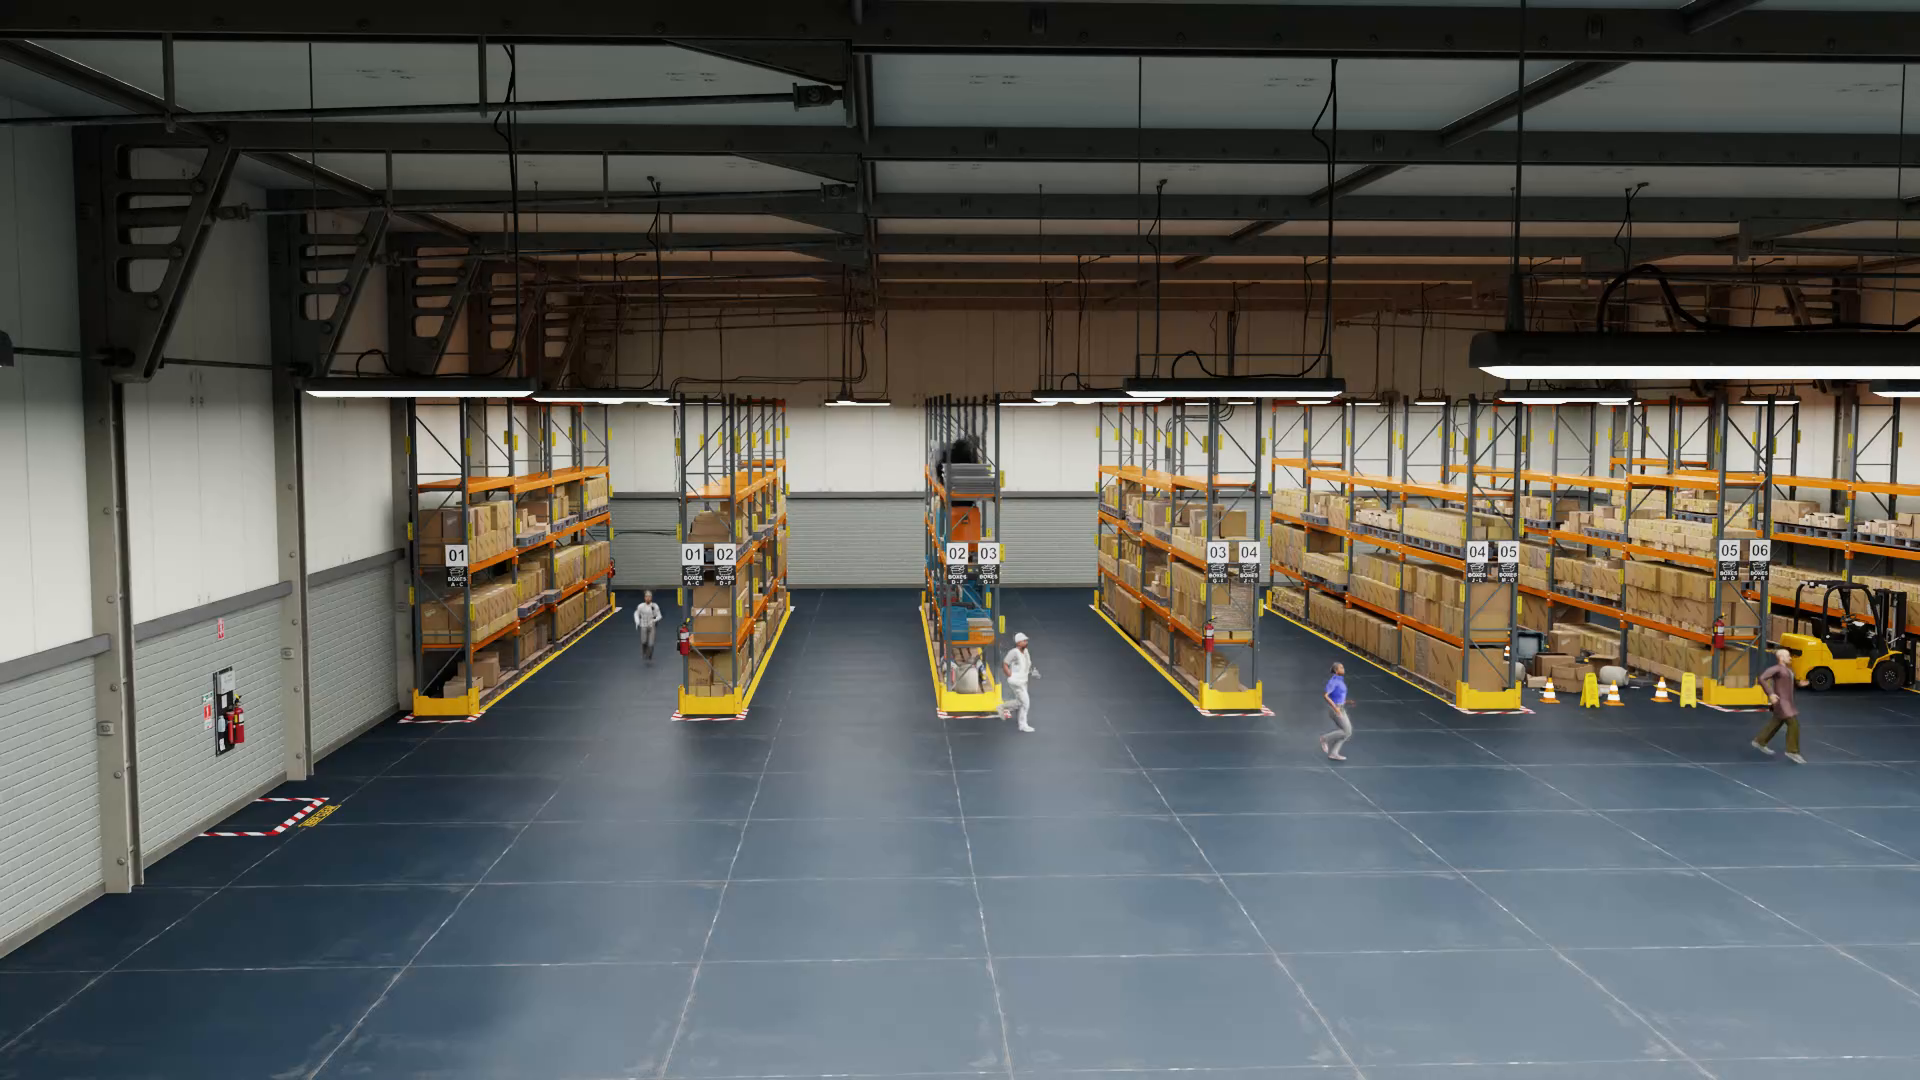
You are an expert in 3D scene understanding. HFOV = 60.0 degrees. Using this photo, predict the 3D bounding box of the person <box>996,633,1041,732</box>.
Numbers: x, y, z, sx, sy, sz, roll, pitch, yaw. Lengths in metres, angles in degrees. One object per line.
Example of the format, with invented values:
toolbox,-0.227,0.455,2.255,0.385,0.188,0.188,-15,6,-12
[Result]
person,0.966,2.518,29.624,0.817,1.746,0.664,2,5,27

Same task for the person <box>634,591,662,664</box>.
person,-6.988,1.955,37.230,0.615,1.653,0.545,-1,5,-9

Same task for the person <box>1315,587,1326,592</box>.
person,10.634,1.028,48.697,0.736,1.710,0.555,-1,5,-17

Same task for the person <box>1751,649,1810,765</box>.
person,13.362,2.687,27.072,0.904,1.837,0.677,4,6,39

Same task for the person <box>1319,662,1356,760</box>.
person,6.157,2.785,27.100,0.559,1.611,0.575,2,5,22
